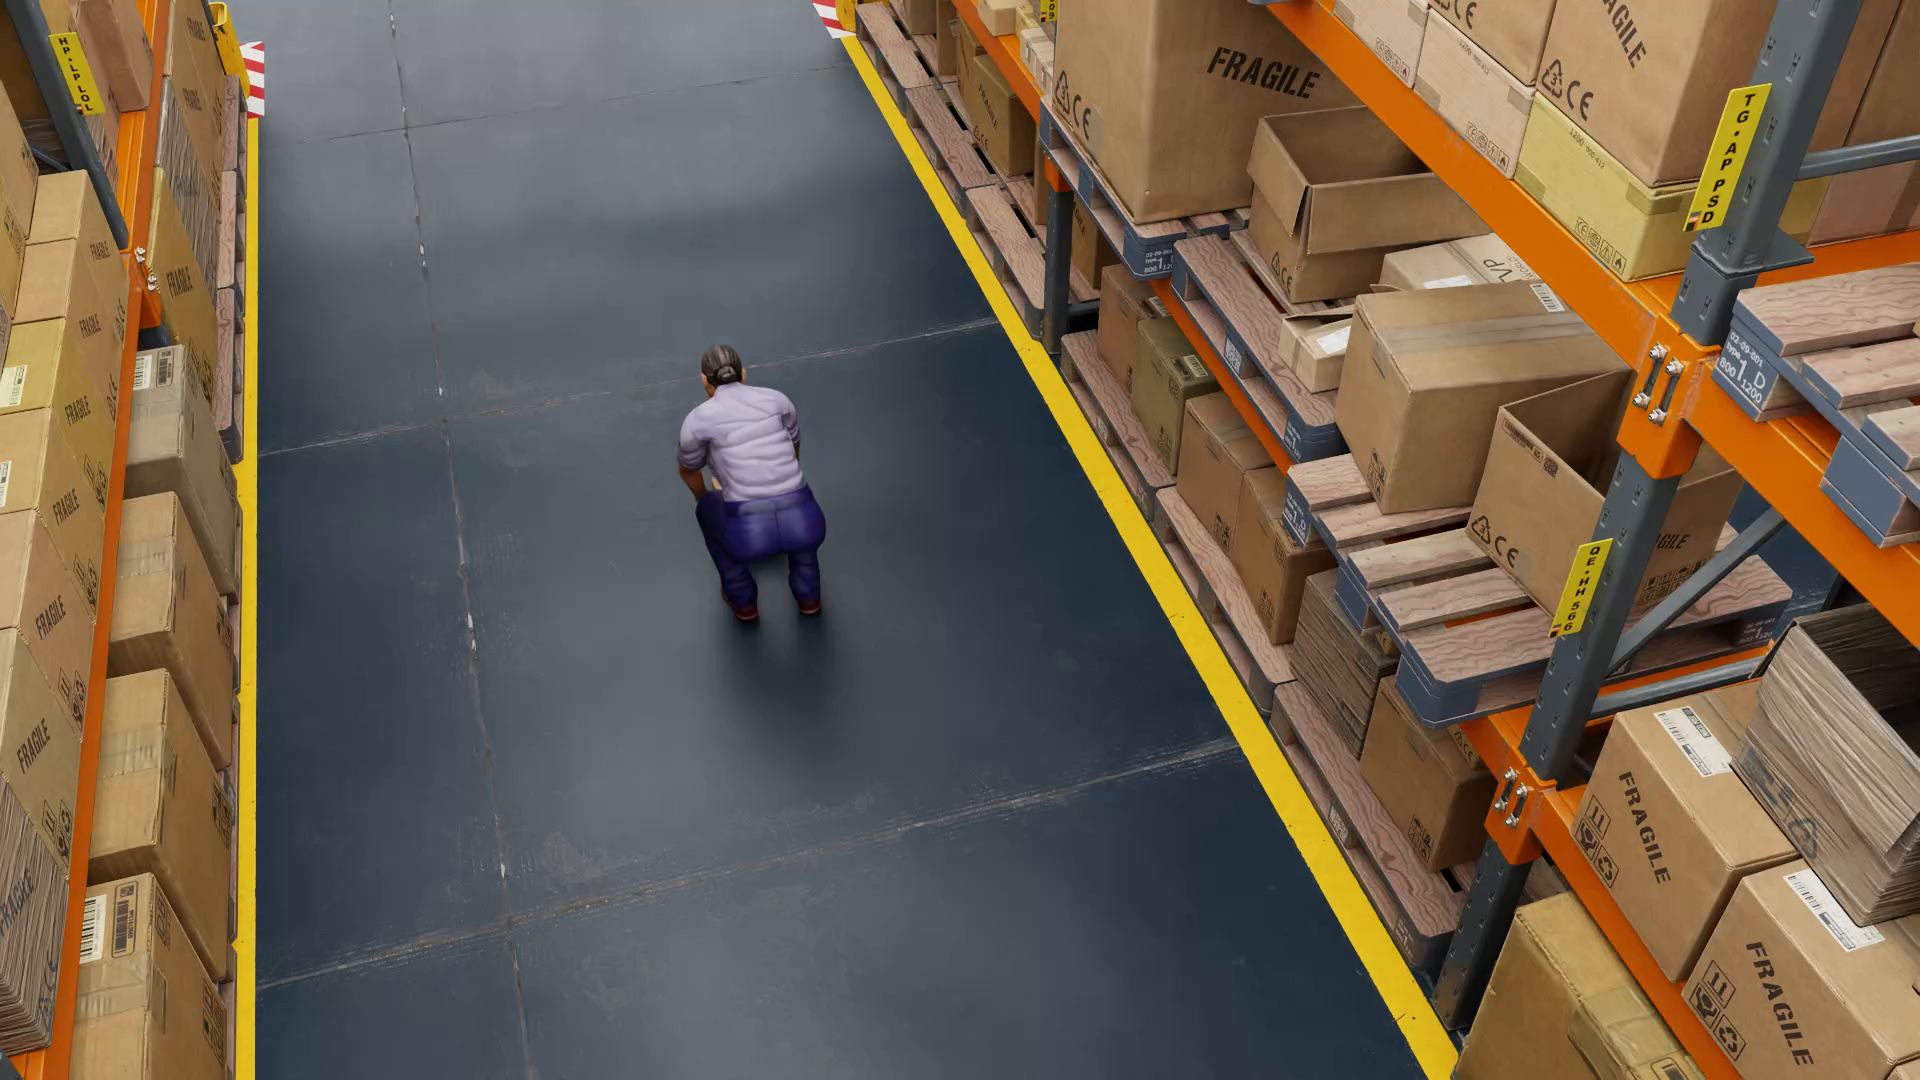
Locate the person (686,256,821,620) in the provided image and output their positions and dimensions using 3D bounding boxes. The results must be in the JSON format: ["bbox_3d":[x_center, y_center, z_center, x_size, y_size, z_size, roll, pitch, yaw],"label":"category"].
[{"bbox_3d":[-0.823,-0.370,6.632,0.436,1.581,0.544,-13,44,-13],"label":"person"}]
